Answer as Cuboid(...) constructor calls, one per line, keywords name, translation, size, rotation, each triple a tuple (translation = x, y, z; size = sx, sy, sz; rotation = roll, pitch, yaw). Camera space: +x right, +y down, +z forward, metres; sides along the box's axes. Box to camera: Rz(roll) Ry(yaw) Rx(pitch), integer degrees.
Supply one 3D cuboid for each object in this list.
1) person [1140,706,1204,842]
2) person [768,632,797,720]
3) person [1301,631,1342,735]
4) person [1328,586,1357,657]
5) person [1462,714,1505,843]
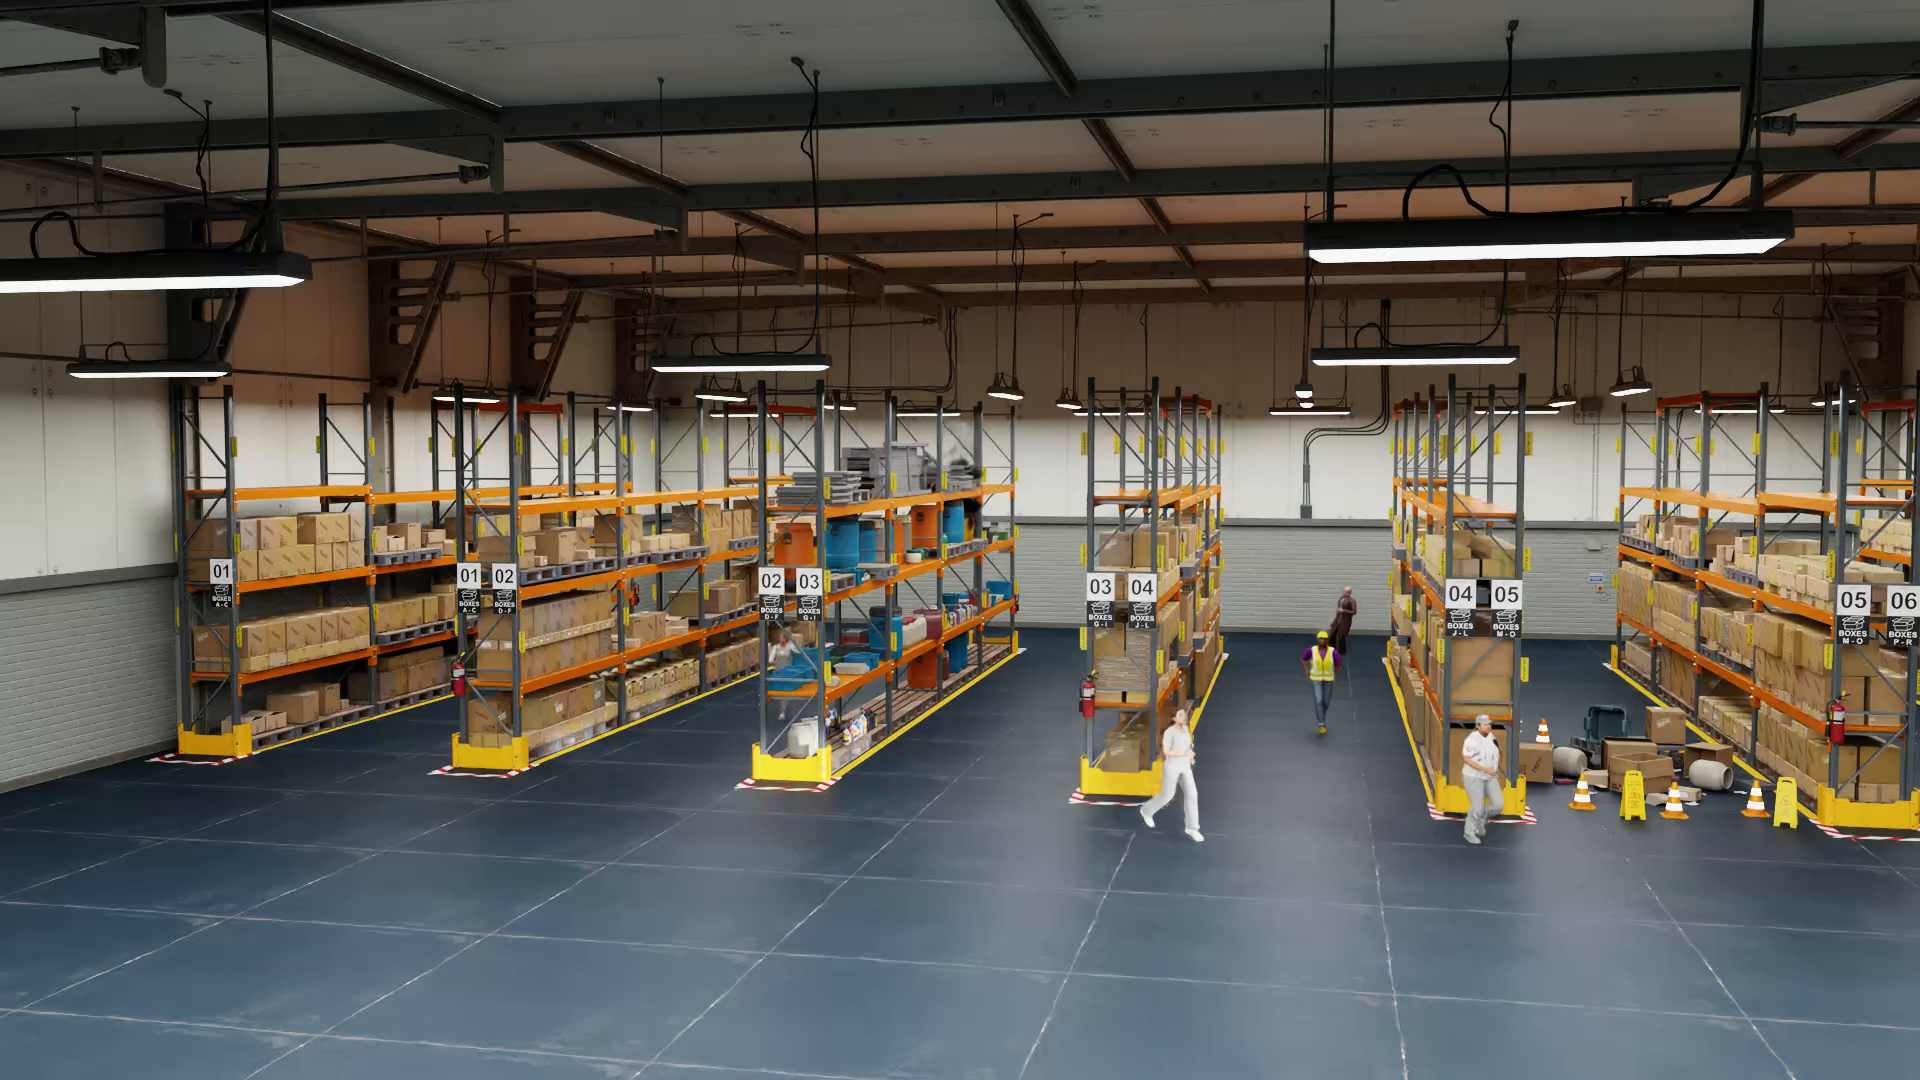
Cuboid(name="person", translation=(2.760, 2.968, 21.395), size=(0.577, 1.689, 0.968), rotation=(-2, 4, -37))
Cuboid(name="person", translation=(-3.252, 2.478, 30.643), size=(0.543, 1.578, 0.882), rotation=(0, 3, 6))
Cuboid(name="person", translation=(6.380, 2.487, 29.319), size=(0.700, 1.769, 0.935), rotation=(0, 3, 4))
Cuboid(name="person", translation=(9.044, 1.968, 39.294), size=(0.620, 1.773, 0.862), rotation=(-2, 4, -34))
Cuboid(name="person", translation=(6.635, 3.013, 21.000), size=(0.638, 1.635, 0.564), rotation=(-2, 4, -27))
